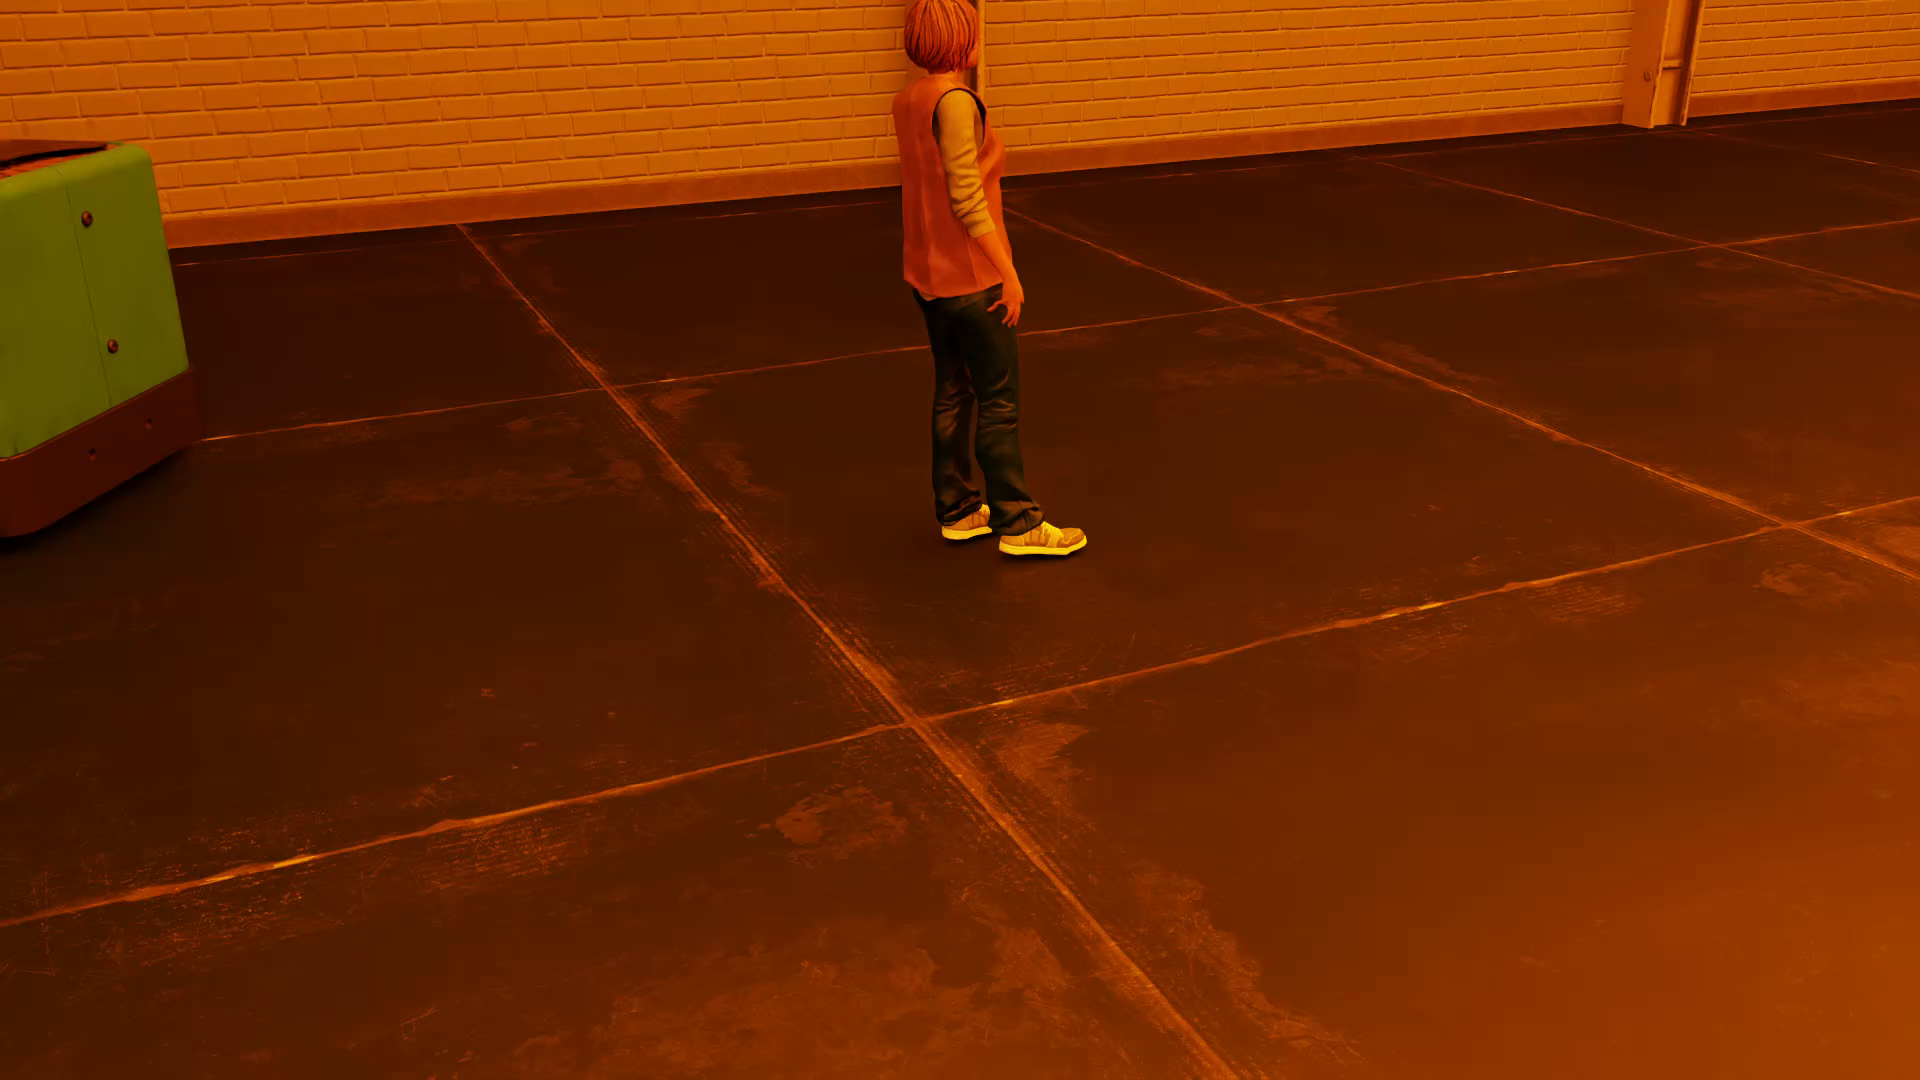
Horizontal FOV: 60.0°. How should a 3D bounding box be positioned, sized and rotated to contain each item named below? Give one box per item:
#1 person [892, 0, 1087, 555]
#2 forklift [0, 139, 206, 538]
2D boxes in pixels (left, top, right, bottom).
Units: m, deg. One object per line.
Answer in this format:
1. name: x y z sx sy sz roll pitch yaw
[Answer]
1. person: 0.074 -0.752 4.815 0.473 1.599 0.520 -10 25 -23
2. forklift: -4.193 -1.567 5.059 3.031 2.935 1.130 3 23 8
